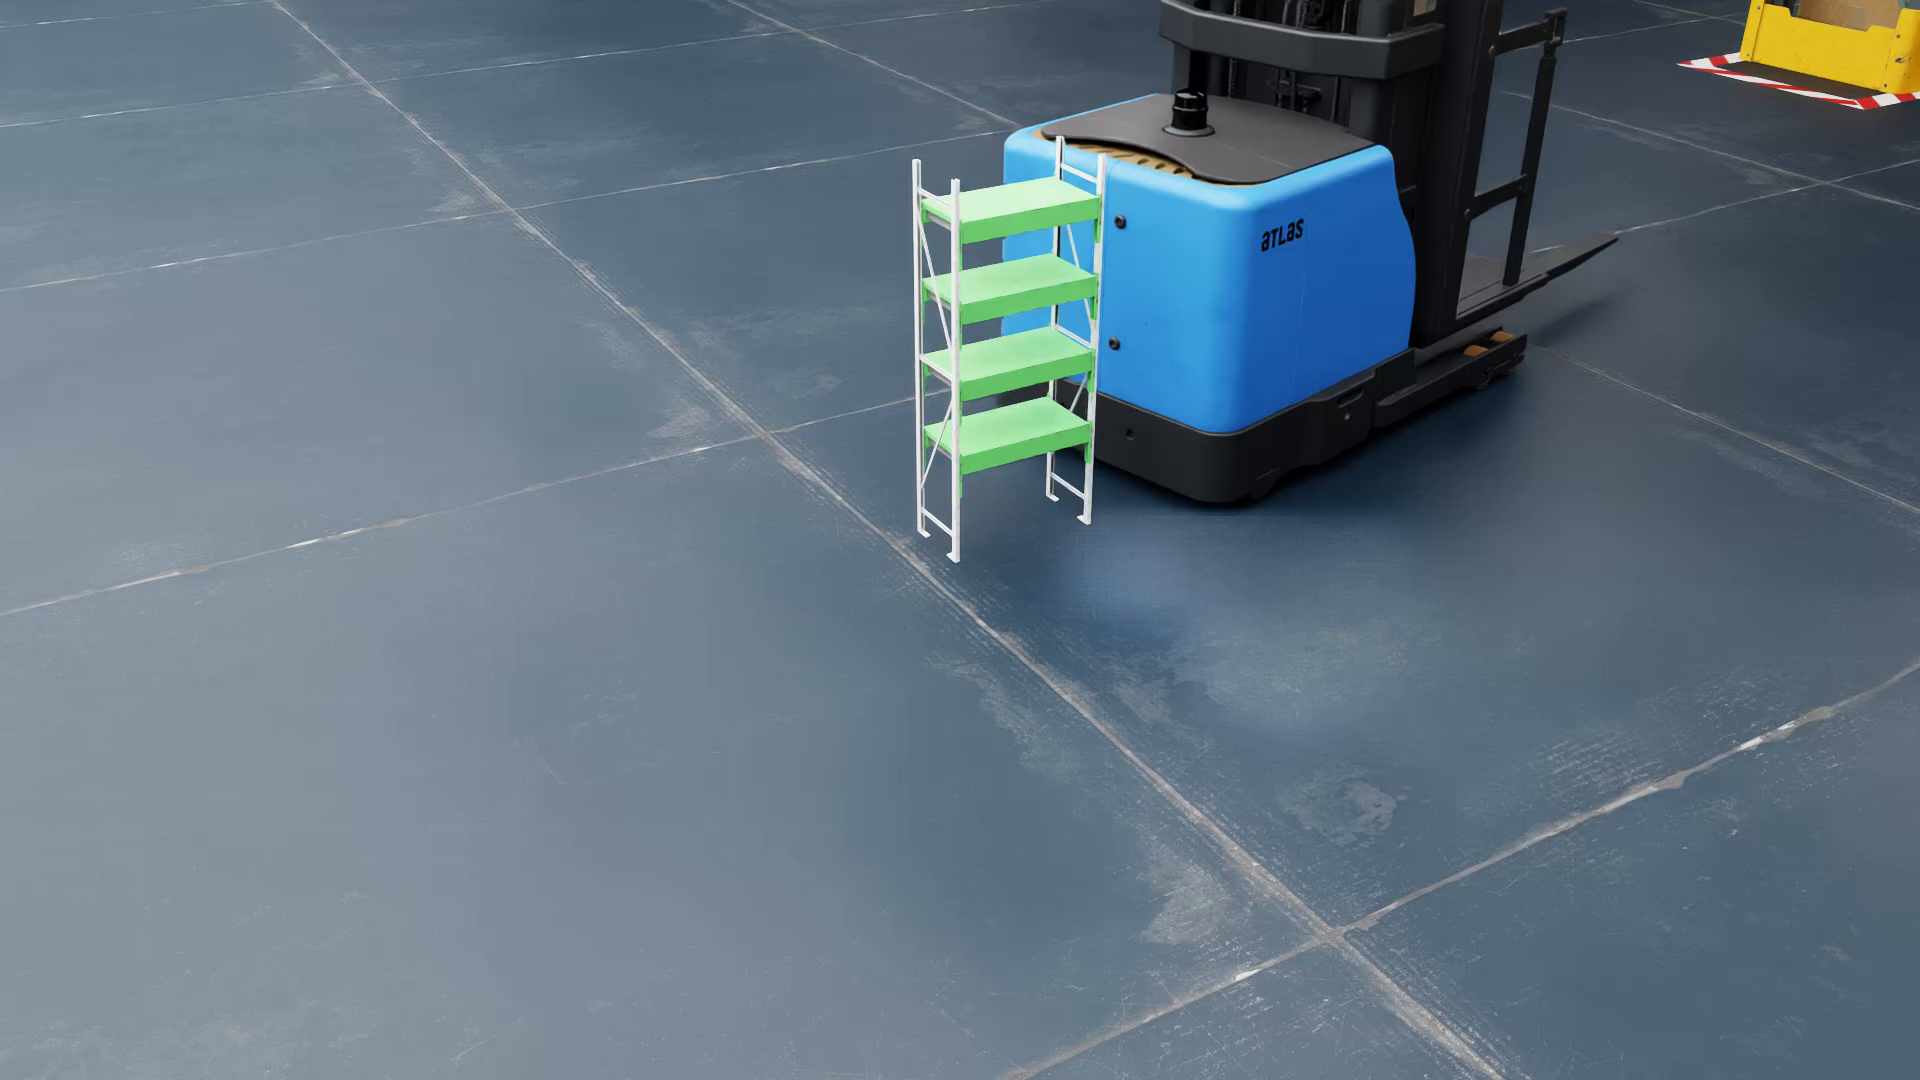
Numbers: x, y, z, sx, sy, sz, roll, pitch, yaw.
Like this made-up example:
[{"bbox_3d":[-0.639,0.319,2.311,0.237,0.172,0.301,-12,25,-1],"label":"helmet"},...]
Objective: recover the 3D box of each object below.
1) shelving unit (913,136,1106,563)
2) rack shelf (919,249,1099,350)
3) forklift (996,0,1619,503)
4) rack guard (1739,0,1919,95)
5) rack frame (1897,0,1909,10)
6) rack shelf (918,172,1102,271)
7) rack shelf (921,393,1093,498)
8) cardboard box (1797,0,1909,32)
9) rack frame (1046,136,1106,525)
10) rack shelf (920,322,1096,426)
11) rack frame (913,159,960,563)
[{"bbox_3d":[0.143,-0.566,5.034,0.503,1.200,0.258,-16,33,-26],"label":"shelving unit"},{"bbox_3d":[0.143,-0.720,4.948,0.480,0.148,0.258,-16,33,-26],"label":"rack shelf"},{"bbox_3d":[1.533,-2.010,5.858,3.031,2.935,1.130,-25,38,-38],"label":"forklift"},{"bbox_3d":[5.596,-3.225,10.576,0.348,0.500,1.175,-16,33,-26],"label":"rack guard"},{"bbox_3d":[5.615,-4.326,9.985,0.053,2.616,0.949,-16,33,-26],"label":"rack frame"},{"bbox_3d":[0.143,-0.930,4.832,0.480,0.148,0.258,-16,33,-26],"label":"rack shelf"},{"bbox_3d":[0.143,-0.300,5.180,0.480,0.148,0.258,-16,33,-26],"label":"rack shelf"},{"bbox_3d":[6.168,-3.772,10.745,0.875,0.875,0.875,-16,33,-26],"label":"cardboard box"},{"bbox_3d":[0.353,-0.626,5.142,0.015,1.200,0.240,-16,33,-26],"label":"rack frame"},{"bbox_3d":[0.143,-0.510,5.064,0.480,0.148,0.258,-16,33,-26],"label":"rack shelf"},{"bbox_3d":[-0.068,-0.506,4.925,0.015,1.200,0.240,-16,33,-26],"label":"rack frame"}]
